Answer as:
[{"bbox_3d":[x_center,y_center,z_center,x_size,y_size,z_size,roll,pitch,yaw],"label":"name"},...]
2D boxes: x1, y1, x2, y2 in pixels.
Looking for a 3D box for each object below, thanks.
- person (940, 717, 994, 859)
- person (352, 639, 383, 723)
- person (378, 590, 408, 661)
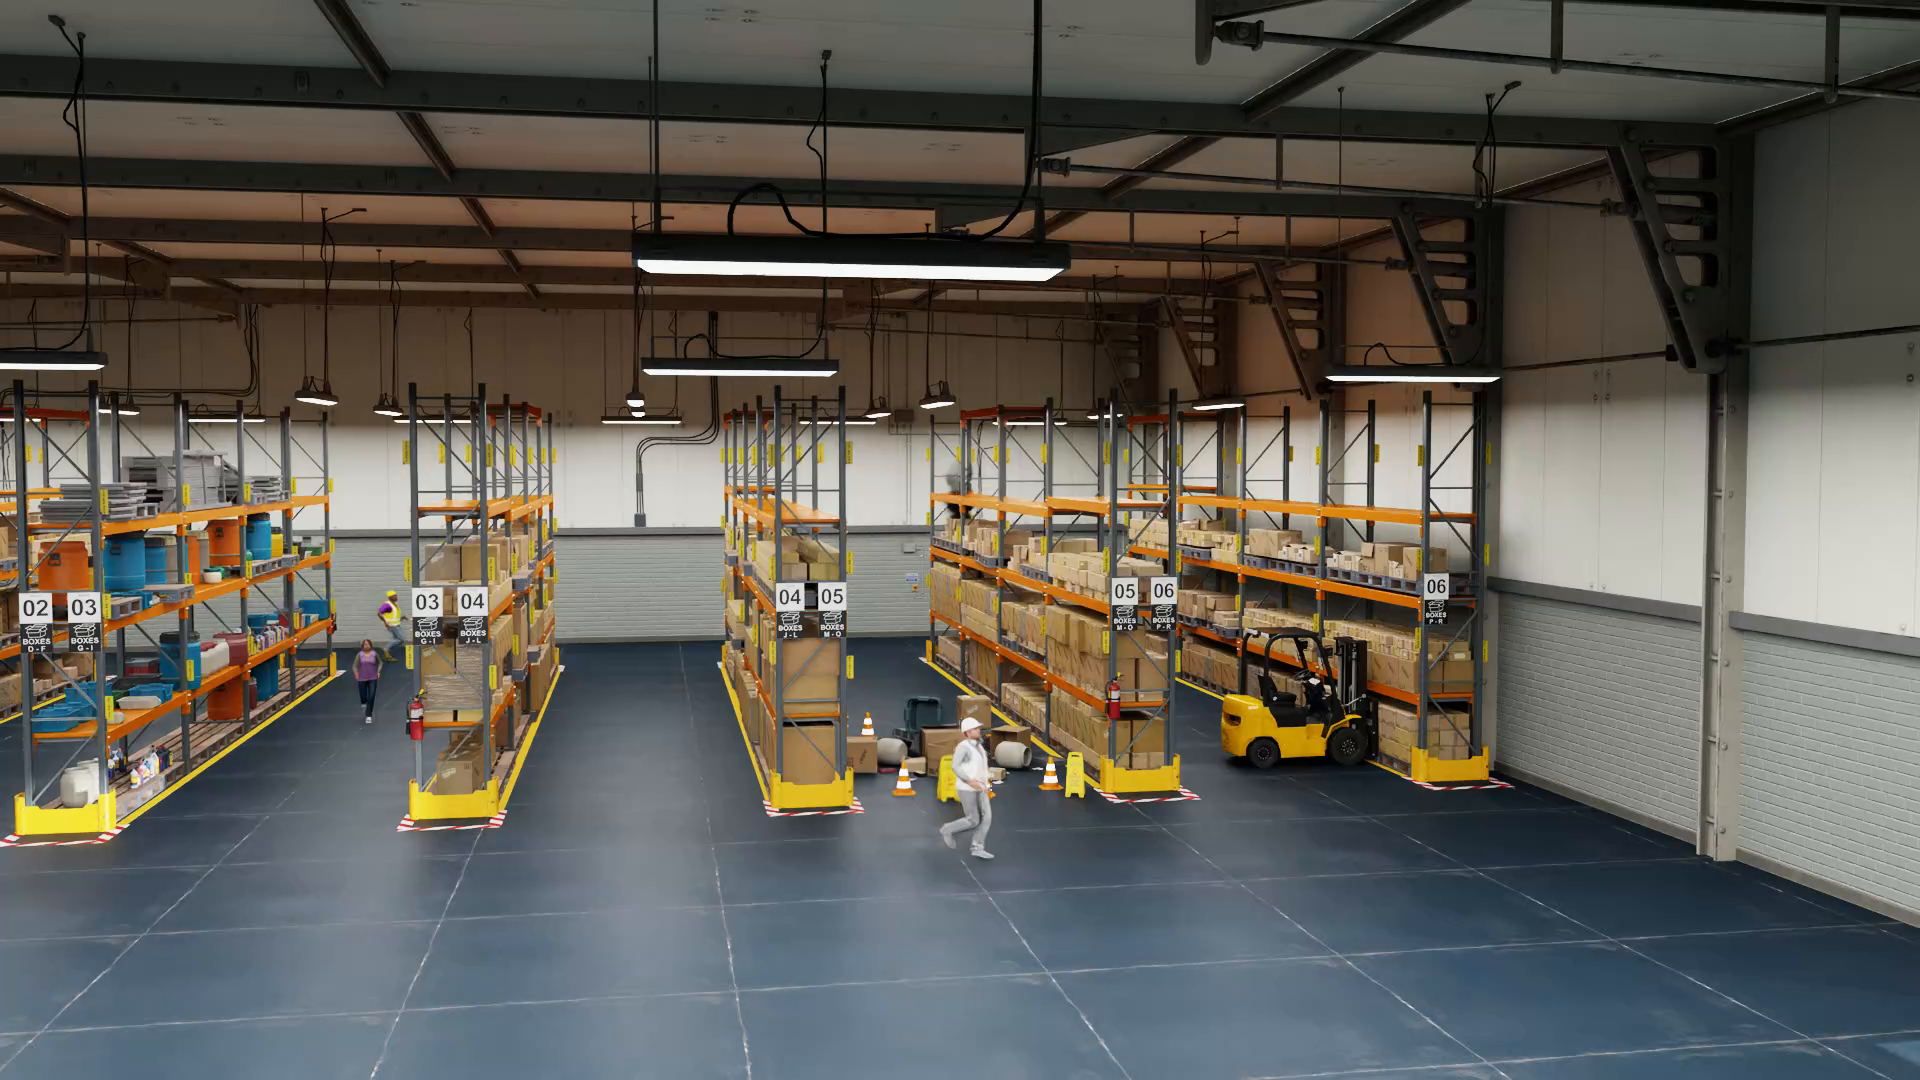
[{"bbox_3d":[0.103,3.087,20.766,0.711,1.750,0.668,2,3,31],"label":"person"},{"bbox_3d":[-11.162,2.640,31.346,0.546,1.567,0.657,-1,3,-22],"label":"person"},{"bbox_3d":[-13.751,2.084,40.447,0.597,1.720,0.690,0,3,1],"label":"person"}]
